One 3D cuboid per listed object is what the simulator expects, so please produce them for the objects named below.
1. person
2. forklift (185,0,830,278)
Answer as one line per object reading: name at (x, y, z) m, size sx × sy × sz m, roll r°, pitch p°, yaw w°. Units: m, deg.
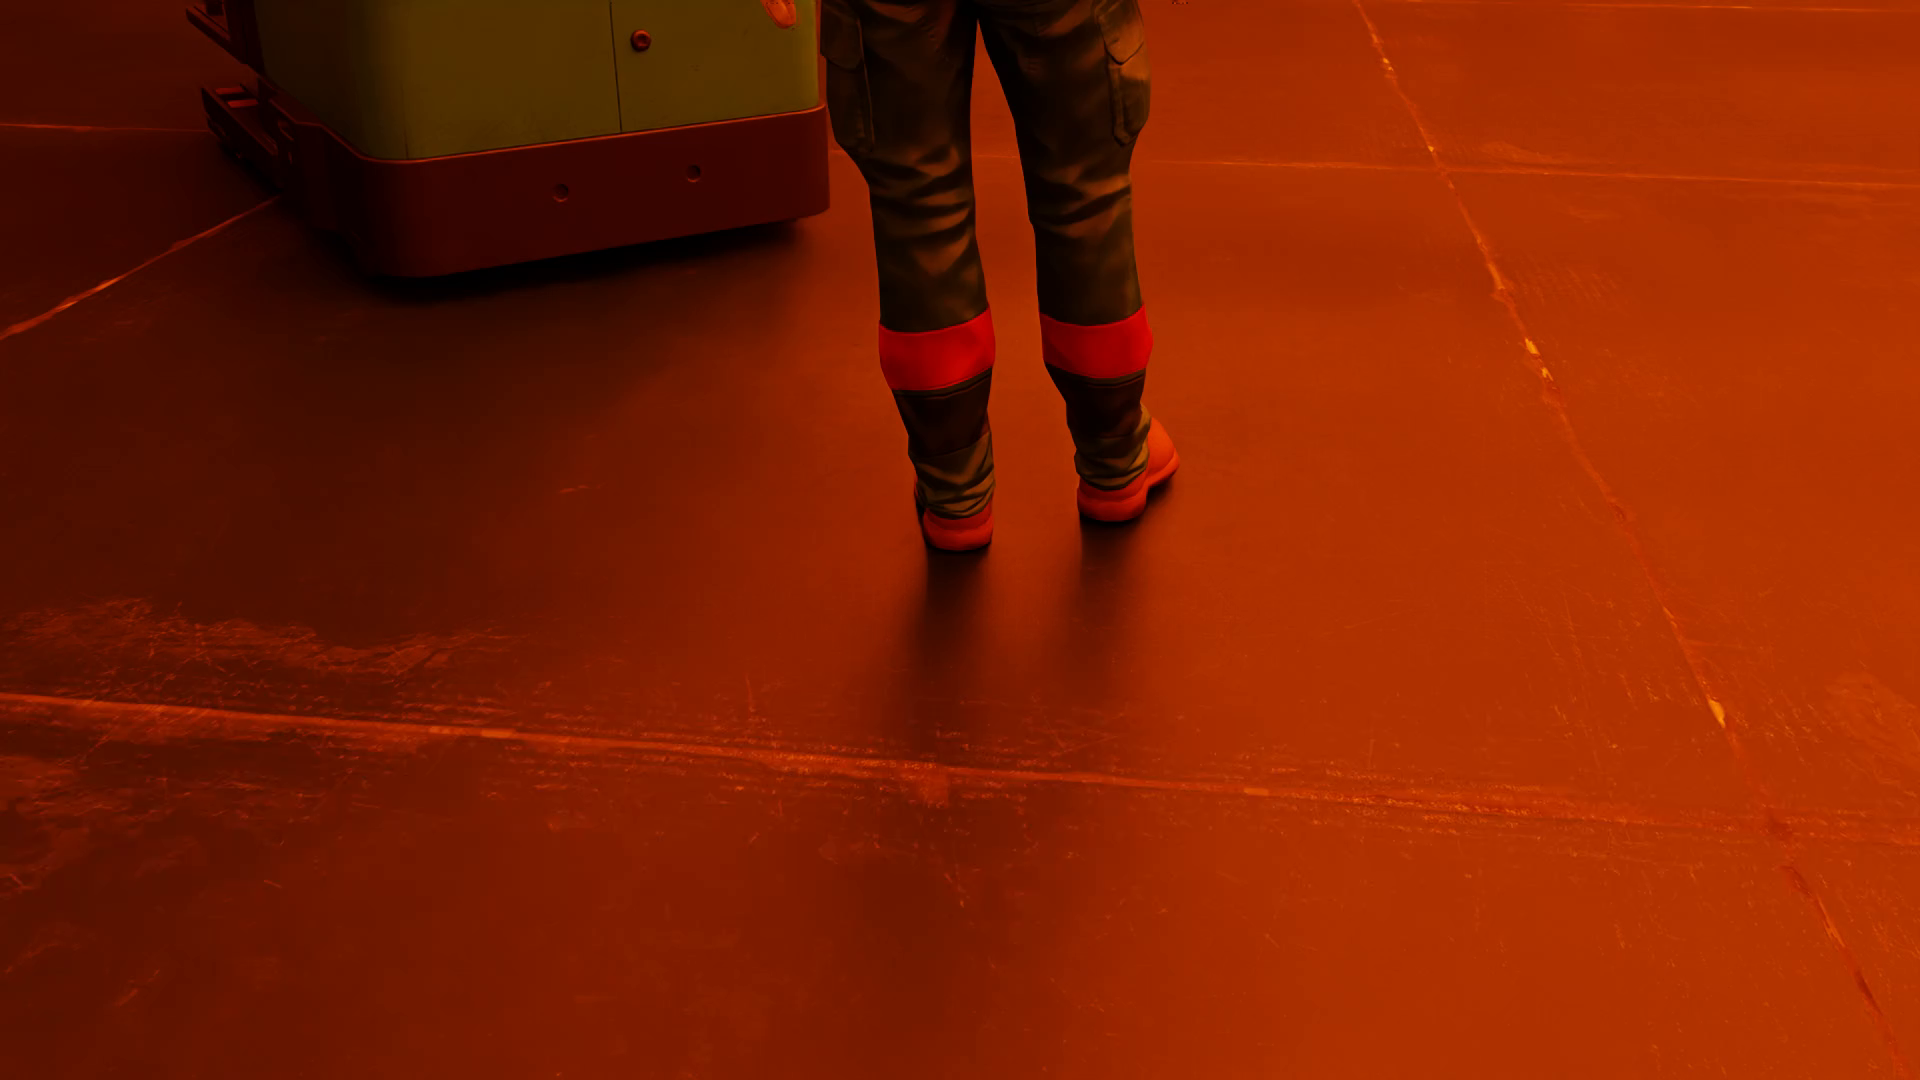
person at (0.021, -0.842, 2.168) m, size 0.638 × 1.789 × 0.562 m, roll 3°, pitch 27°, yaw 7°
forklift at (-1.509, -2.465, 4.159) m, size 1.130 × 2.935 × 3.031 m, roll -15°, pitch 30°, yaw -28°
